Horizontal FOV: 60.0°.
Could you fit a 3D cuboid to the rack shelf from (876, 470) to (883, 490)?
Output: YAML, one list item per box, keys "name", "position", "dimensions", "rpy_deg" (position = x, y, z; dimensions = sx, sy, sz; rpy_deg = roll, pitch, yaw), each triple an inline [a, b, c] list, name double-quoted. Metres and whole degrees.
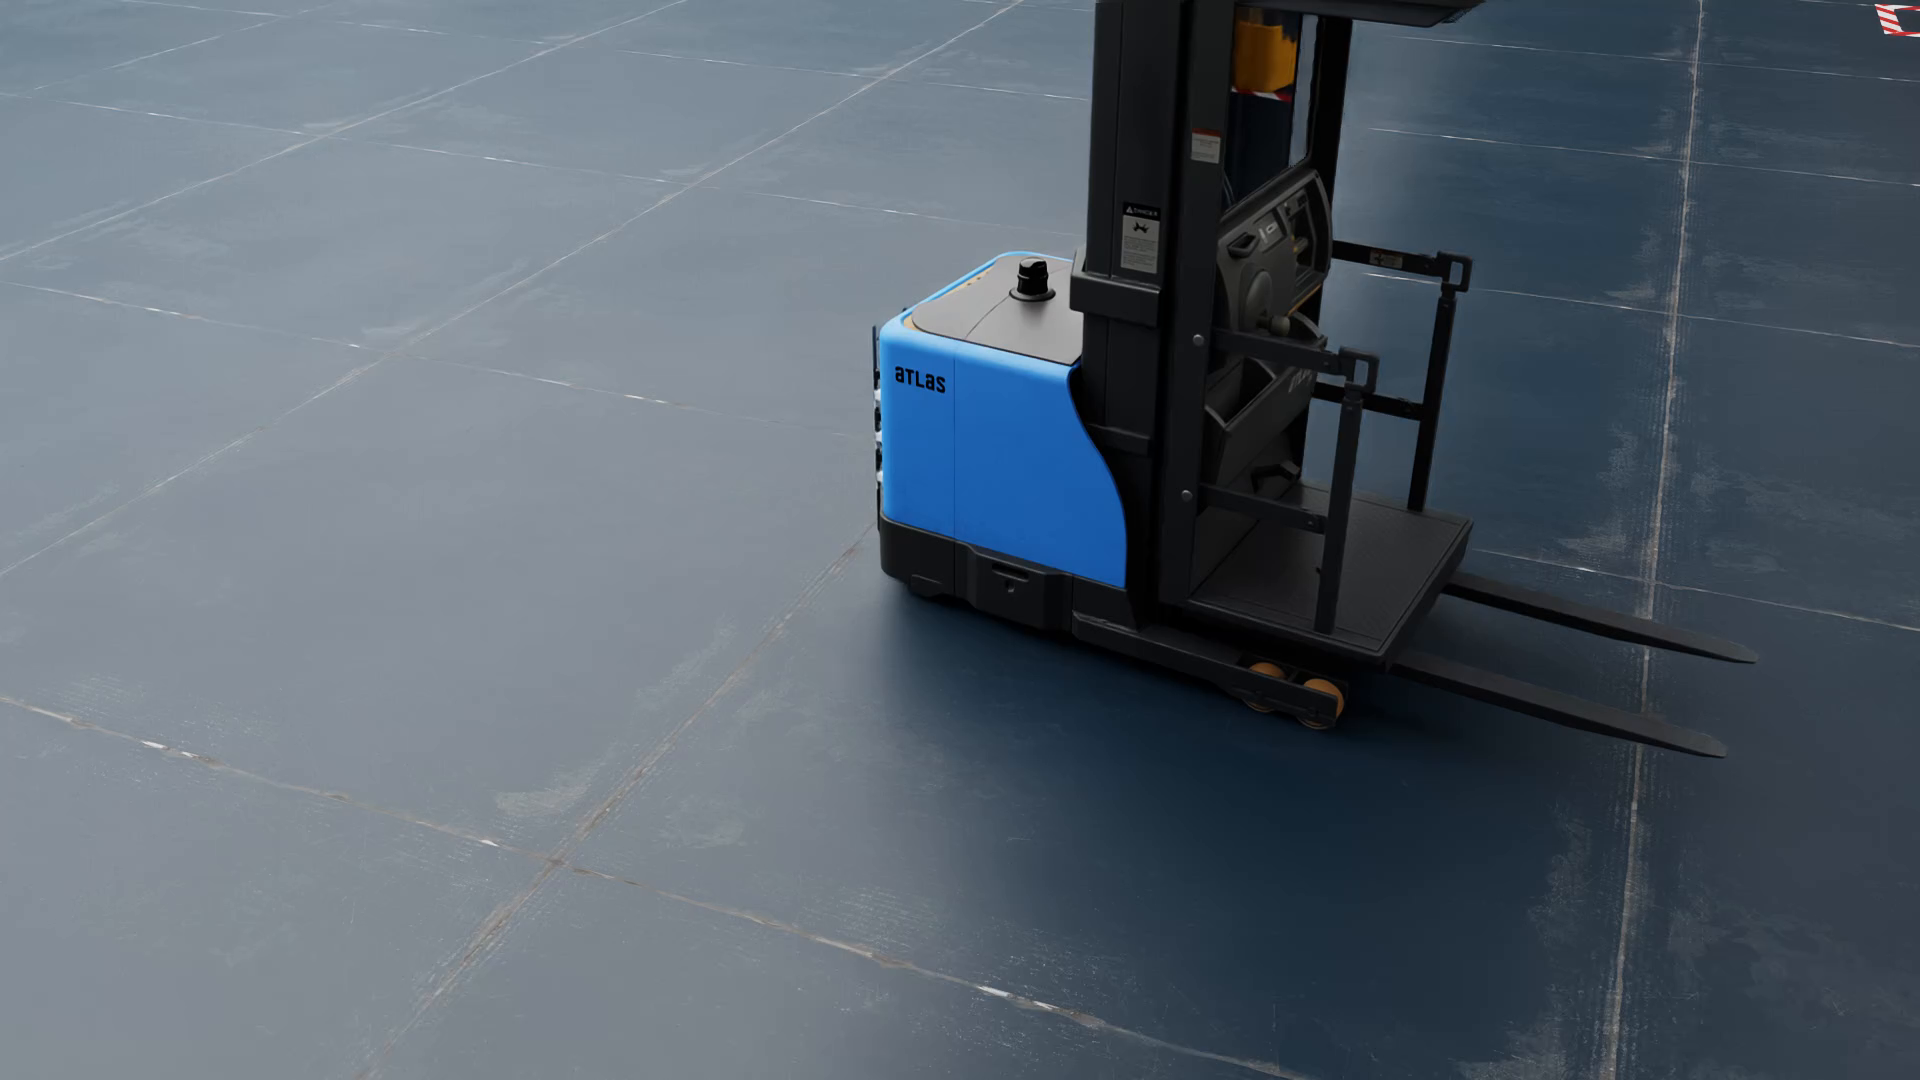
- name: "rack shelf"
  position: [-0.186, -0.264, 6.736]
  dimensions: [0.200, 0.077, 0.258]
  rpy_deg: [16, 33, 26]

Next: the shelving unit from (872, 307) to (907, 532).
- name: "shelving unit"
  position: [-0.186, -0.450, 6.631]
  dimensions: [0.210, 0.900, 0.258]
  rpy_deg: [16, 33, 26]

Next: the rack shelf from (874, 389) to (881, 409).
- name: "rack shelf"
  position: [-0.186, -0.578, 6.559]
  dimensions: [0.200, 0.077, 0.258]
  rpy_deg: [16, 33, 26]

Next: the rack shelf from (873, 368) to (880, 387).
- name: "rack shelf"
  position: [-0.186, -0.656, 6.515]
  dimensions: [0.200, 0.077, 0.258]
  rpy_deg: [16, 33, 26]

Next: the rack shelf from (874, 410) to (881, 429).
- name: "rack shelf"
  position: [-0.186, -0.499, 6.604]
  dimensions: [0.200, 0.077, 0.258]
  rpy_deg: [16, 33, 26]

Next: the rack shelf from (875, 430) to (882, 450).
- name: "rack shelf"
  position: [-0.186, -0.421, 6.648]
  dimensions: [0.200, 0.077, 0.258]
  rpy_deg: [16, 33, 26]

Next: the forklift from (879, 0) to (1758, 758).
- name: "forklift"
  position: [1.224, -0.936, 5.427]
  dimensions: [3.031, 2.935, 1.130]
  rpy_deg: [16, 33, 26]

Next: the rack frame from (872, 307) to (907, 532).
- name: "rack frame"
  position: [-0.273, -0.476, 6.677]
  dimensions: [0.006, 0.900, 0.240]
  rpy_deg: [16, 33, 26]

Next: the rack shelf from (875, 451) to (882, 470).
- name: "rack shelf"
  position: [-0.186, -0.343, 6.692]
  dimensions: [0.200, 0.077, 0.258]
  rpy_deg: [16, 33, 26]
